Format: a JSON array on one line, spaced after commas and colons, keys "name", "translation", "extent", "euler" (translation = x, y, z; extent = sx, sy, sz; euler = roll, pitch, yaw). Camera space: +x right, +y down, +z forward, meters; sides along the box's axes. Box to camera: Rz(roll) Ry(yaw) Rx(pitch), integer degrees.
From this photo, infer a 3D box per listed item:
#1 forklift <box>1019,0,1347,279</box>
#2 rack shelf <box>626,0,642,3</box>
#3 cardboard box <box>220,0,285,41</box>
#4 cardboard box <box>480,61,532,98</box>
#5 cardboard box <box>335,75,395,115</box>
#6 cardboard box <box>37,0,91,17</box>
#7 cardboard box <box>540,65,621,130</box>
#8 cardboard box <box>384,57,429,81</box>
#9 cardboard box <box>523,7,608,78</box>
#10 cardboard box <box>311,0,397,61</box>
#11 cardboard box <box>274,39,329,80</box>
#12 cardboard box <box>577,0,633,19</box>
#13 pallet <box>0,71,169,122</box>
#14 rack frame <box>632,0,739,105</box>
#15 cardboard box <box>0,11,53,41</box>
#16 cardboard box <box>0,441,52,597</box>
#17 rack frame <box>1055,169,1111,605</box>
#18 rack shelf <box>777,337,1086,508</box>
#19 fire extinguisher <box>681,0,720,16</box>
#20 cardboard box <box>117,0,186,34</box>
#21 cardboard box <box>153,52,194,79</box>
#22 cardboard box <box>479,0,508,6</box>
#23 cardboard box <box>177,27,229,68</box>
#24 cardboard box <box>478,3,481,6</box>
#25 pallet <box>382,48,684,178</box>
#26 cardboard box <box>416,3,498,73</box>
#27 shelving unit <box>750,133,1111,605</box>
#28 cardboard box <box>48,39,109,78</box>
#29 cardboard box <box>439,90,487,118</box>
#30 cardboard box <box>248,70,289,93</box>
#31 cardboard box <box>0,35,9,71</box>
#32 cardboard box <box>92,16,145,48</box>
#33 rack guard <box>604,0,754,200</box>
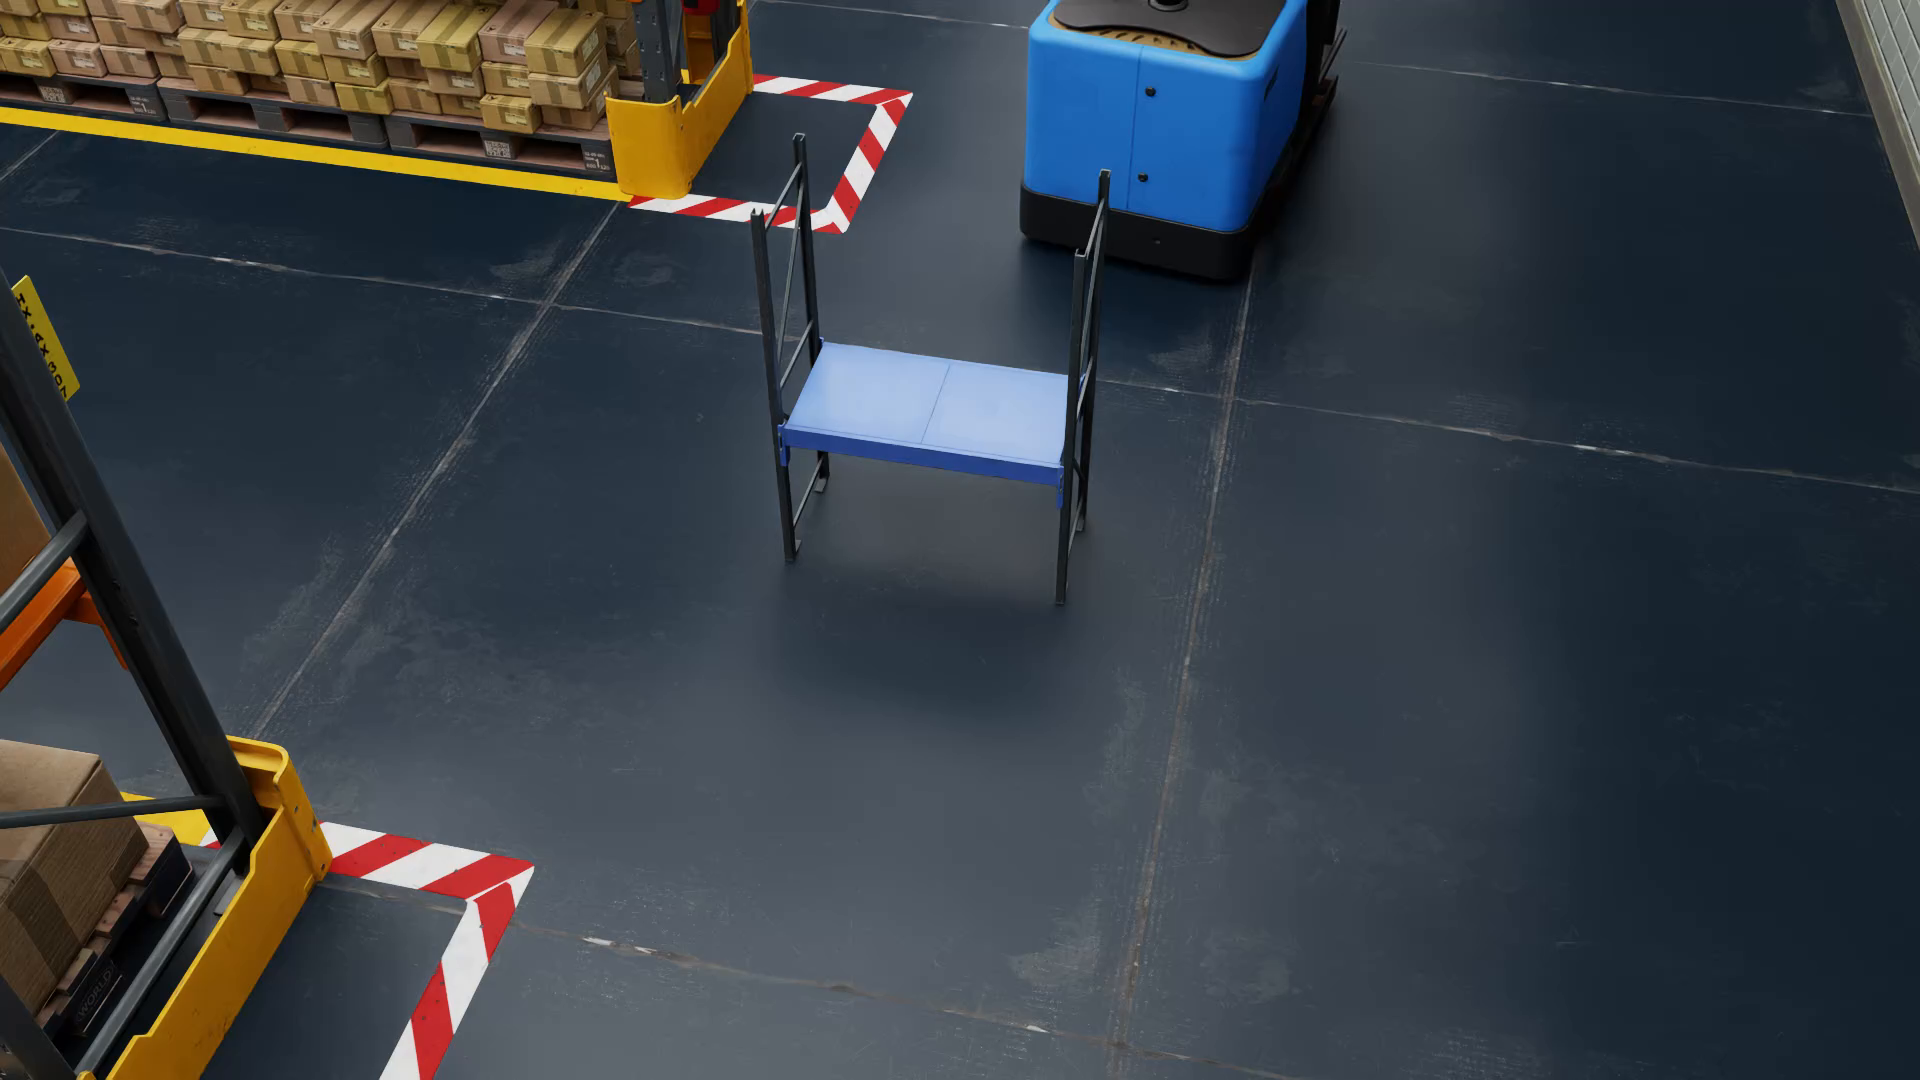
[{"name": "forklift", "translation": [1.291, -3.241, 7.504], "extent": [1.130, 2.935, 3.031], "euler": [15, 46, 15]}, {"name": "rack shelf", "translation": [-3.239, -3.149, 7.877], "extent": [4.000, 0.370, 1.077], "euler": [9, 45, 9]}, {"name": "cardboard box", "translation": [-3.380, -2.603, 8.115], "extent": [0.250, 0.149, 0.380], "euler": [9, 45, 9]}, {"name": "cardboard box", "translation": [-2.108, -2.299, 8.014], "extent": [0.250, 0.149, 0.380], "euler": [8, 44, 8]}, {"name": "cardboard box", "translation": [-2.865, -2.261, 8.189], "extent": [0.250, 0.149, 0.380], "euler": [7, 44, 7]}, {"name": "cardboard box", "translation": [-4.386, -2.770, 8.289], "extent": [0.250, 0.149, 0.380], "euler": [8, 45, 8]}, {"name": "cardboard box", "translation": [-1.846, -2.168, 8.092], "extent": [0.250, 0.149, 0.380], "euler": [10, 45, 10]}, {"name": "cardboard box", "translation": [-2.612, -2.411, 8.130], "extent": [0.250, 0.149, 0.380], "euler": [8, 45, 9]}, {"name": "cardboard box", "translation": [-1.859, -2.352, 7.855], "extent": [0.250, 0.149, 0.380], "euler": [9, 45, 10]}, {"name": "cardboard box", "translation": [-2.885, -2.468, 7.975], "extent": [0.250, 0.149, 0.380], "euler": [10, 45, 11]}, {"name": "cardboard box", "translation": [-3.126, -2.422, 8.142], "extent": [0.250, 0.149, 0.380], "euler": [11, 45, 11]}, {"name": "cardboard box", "translation": [-1.724, -2.753, 8.271], "extent": [0.250, 0.149, 0.380], "euler": [7, 44, 7]}, {"name": "pallet", "translation": [-4.527, -2.628, 8.829], "extent": [1.213, 0.211, 1.003], "euler": [9, 45, 9]}, {"name": "rack frame", "translation": [-1.287, -3.105, 7.313], "extent": [0.127, 3.000, 1.000], "euler": [9, 45, 9]}, {"name": "cardboard box", "translation": [-4.640, -2.693, 8.423], "extent": [0.250, 0.149, 0.380], "euler": [9, 45, 9]}, {"name": "cardboard box", "translation": [-2.675, -0.043, 4.060], "extent": [0.500, 0.500, 0.500], "euler": [9, 45, 9]}, {"name": "rack frame", "translation": [0.413, -0.476, 5.663], "extent": [0.032, 1.500, 0.500], "euler": [9, 45, 9]}, {"name": "rack shelf", "translation": [-0.083, -0.424, 5.868], "extent": [1.000, 0.185, 0.538], "euler": [9, 45, 9]}, {"name": "fire extinguisher", "translation": [-1.142, -2.592, 7.105], "extent": [0.183, 0.674, 0.296], "euler": [9, 45, 9]}, {"name": "cardboard box", "translation": [-3.896, -2.652, 8.167], "extent": [0.250, 0.149, 0.380], "euler": [10, 45, 10]}, {"name": "cardboard box", "translation": [-3.863, -2.498, 8.435], "extent": [0.250, 0.149, 0.380], "euler": [7, 44, 7]}, {"name": "cardboard box", "translation": [-2.237, -2.838, 8.360], "extent": [0.250, 0.149, 0.380], "euler": [9, 45, 9]}, {"name": "cardboard box", "translation": [-3.636, -2.499, 8.222], "extent": [0.250, 0.149, 0.380], "euler": [9, 45, 9]}, {"name": "cardboard box", "translation": [-2.482, -2.759, 8.492], "extent": [0.250, 0.149, 0.380], "euler": [10, 45, 10]}, {"name": "pallet", "translation": [-2.146, -2.259, 8.445], "extent": [1.213, 0.211, 1.003], "euler": [9, 45, 9]}, {"name": "cardboard box", "translation": [-2.372, -2.382, 7.886], "extent": [0.250, 0.149, 0.380], "euler": [8, 44, 8]}, {"name": "shelving unit", "translation": [-0.083, -0.553, 5.743], "extent": [1.048, 1.500, 0.538], "euler": [9, 45, 9]}, {"name": "cardboard box", "translation": [-4.392, -2.520, 8.458], "extent": [0.250, 0.149, 0.380], "euler": [9, 45, 9]}, {"name": "cardboard box", "translation": [-2.358, -2.237, 8.164], "extent": [0.250, 0.149, 0.380], "euler": [9, 45, 9]}, {"name": "cardboard box", "translation": [-3.357, -2.405, 8.339], "extent": [0.250, 0.149, 0.380], "euler": [10, 45, 10]}, {"name": "cardboard box", "translation": [-4.905, -2.562, 8.502], "extent": [0.250, 0.149, 0.380], "euler": [7, 44, 7]}, {"name": "cardboard box", "translation": [-4.132, -2.638, 8.366], "extent": [0.250, 0.149, 0.380], "euler": [7, 44, 7]}, {"name": "rack guard", "translation": [-1.361, -2.216, 8.192], "extent": [0.348, 0.500, 1.175], "euler": [9, 45, 9]}]
